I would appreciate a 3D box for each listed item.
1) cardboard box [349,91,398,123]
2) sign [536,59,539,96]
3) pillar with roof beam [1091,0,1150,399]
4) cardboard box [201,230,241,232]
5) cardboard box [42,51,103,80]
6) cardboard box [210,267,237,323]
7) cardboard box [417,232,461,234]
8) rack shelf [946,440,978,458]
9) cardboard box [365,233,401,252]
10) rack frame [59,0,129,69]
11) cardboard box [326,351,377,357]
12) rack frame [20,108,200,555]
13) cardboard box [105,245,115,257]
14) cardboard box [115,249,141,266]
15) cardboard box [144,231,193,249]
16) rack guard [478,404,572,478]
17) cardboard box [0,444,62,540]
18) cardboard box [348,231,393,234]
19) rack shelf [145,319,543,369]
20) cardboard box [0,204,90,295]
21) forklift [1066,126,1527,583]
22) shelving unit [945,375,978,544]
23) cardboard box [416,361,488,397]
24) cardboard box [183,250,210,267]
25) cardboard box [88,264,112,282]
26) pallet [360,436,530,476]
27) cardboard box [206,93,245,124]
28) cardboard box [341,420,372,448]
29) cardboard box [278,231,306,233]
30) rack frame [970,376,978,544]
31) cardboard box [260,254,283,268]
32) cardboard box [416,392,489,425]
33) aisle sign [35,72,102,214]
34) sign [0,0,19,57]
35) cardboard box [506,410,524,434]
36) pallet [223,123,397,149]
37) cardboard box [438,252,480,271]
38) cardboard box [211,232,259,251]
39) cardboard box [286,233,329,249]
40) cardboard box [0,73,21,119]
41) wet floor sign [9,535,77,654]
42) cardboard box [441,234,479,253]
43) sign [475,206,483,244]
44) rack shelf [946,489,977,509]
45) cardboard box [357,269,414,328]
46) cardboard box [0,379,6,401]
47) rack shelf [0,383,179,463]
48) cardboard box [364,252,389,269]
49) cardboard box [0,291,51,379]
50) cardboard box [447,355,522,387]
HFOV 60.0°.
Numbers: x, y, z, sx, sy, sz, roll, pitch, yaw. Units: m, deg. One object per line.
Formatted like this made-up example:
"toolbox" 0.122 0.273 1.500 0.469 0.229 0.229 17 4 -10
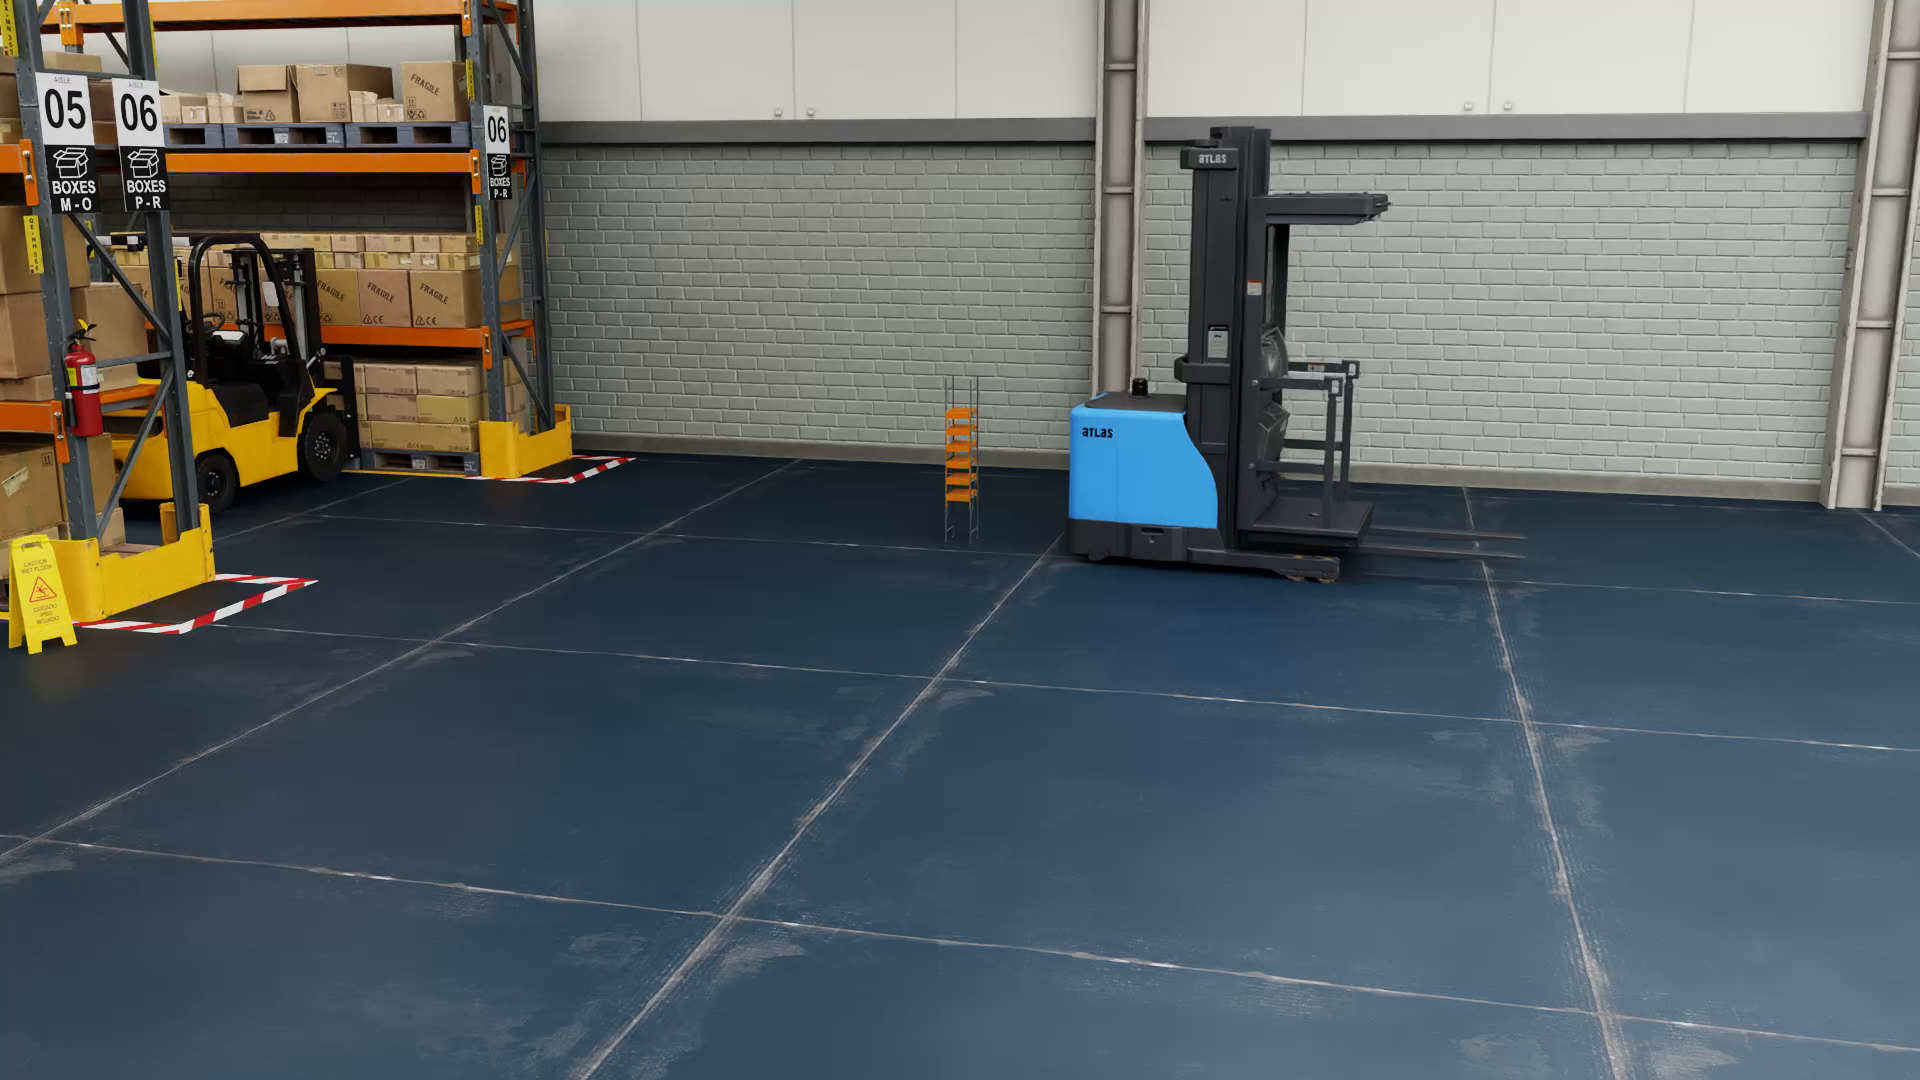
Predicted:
"cardboard box" -5.107 -3.782 14.541 0.258 0.266 0.396 3 13 14
"sign" -3.845 -4.184 15.039 0.005 0.325 0.100 3 13 14
"pillar with roof beam" 0.350 -4.075 9.826 0.400 9.000 9.100 3 13 14
"cardboard box" -6.991 -2.870 15.830 0.250 0.149 0.380 3 13 13
"cardboard box" -5.465 -2.886 10.130 0.250 0.149 0.380 3 13 13
"cardboard box" -6.497 -2.266 15.293 0.500 0.500 0.500 3 13 13
"cardboard box" -4.764 -2.742 15.252 0.250 0.149 0.380 3 13 15
"rack shelf" 0.014 -0.659 12.084 0.180 0.103 0.258 3 13 14
"cardboard box" -5.113 -2.665 14.906 0.250 0.149 0.380 3 13 14
"rack frame" -7.867 -5.274 15.229 0.127 3.000 1.000 3 13 14
"cardboard box" -5.870 -1.634 15.746 0.500 0.250 0.500 3 13 12
"rack frame" -5.169 -1.094 10.237 0.127 3.000 1.000 3 13 14
"cardboard box" -8.157 -2.774 16.083 0.250 0.149 0.380 3 13 12
"cardboard box" -7.621 -2.639 15.474 0.250 0.149 0.380 3 13 13
"cardboard box" -7.349 -2.786 15.451 0.250 0.149 0.380 3 13 14
"rack guard" -3.960 -0.916 15.208 0.348 0.500 1.175 3 13 14
"cardboard box" -6.010 -0.309 10.349 0.500 0.500 0.500 3 13 14
"cardboard box" -5.494 -2.801 15.517 0.250 0.149 0.380 3 13 12
"rack shelf" -5.925 -1.890 15.489 4.000 0.370 1.077 3 13 14
"cardboard box" -5.718 -1.756 9.998 0.500 0.500 0.700 3 13 12
"forklift" 2.314 -1.276 11.216 3.031 2.935 1.130 4 13 19
"shelving unit" 0.014 -0.585 12.100 0.189 1.200 0.258 3 13 14
"cardboard box" -4.505 -1.447 14.899 0.500 0.250 0.500 4 13 15
"cardboard box" -6.888 -2.590 15.252 0.250 0.149 0.380 3 13 15
"cardboard box" -8.405 -2.488 15.713 0.500 0.250 0.500 3 13 12
"pallet" -4.736 -0.807 15.384 1.213 0.211 1.003 3 13 14
"cardboard box" -6.499 -3.857 14.877 0.258 0.266 0.396 3 13 12
"cardboard box" -5.480 -1.014 15.257 0.500 0.250 0.500 3 13 14
"cardboard box" -6.249 -2.830 15.647 0.250 0.149 0.380 3 13 13
"rack frame" 0.103 -0.580 12.079 0.006 1.200 0.240 3 13 14
"cardboard box" -6.124 -2.554 15.093 0.250 0.149 0.380 3 13 12
"cardboard box" -4.531 -1.204 14.959 0.500 0.250 0.500 3 13 13
"aisle sign" -5.179 -2.298 9.666 0.004 0.787 0.394 3 13 14
"sign" -5.322 -2.875 9.295 0.005 0.325 0.100 3 13 14
"cardboard box" -4.414 -1.067 15.495 0.500 0.250 0.500 3 13 14
"pallet" -5.852 -3.664 15.101 1.213 0.211 1.003 3 13 14
"cardboard box" -4.387 -2.462 14.677 0.250 0.149 0.380 3 13 14
"cardboard box" -6.620 -2.728 15.190 0.250 0.149 0.380 3 13 13
"cardboard box" -5.873 -2.701 15.067 0.250 0.149 0.380 3 13 14
"cardboard box" -5.731 -2.600 9.761 0.500 0.250 0.500 3 13 13
"wet floor sign" -5.241 0.291 9.434 0.232 0.644 0.267 8 15 33
"cardboard box" -4.382 -2.623 14.714 0.250 0.149 0.380 3 13 14
"sign" -4.127 -2.705 14.281 0.005 0.325 0.100 3 13 14
"rack shelf" 0.014 -0.307 12.162 0.180 0.103 0.258 3 13 14
"cardboard box" -5.026 -2.186 14.928 0.500 0.500 0.500 3 13 15
"cardboard box" -5.856 -0.935 10.103 0.250 0.149 0.380 3 13 13
"rack shelf" -7.111 -0.846 10.783 4.000 0.370 1.077 3 13 14
"cardboard box" -5.118 -2.511 14.896 0.250 0.149 0.380 3 13 13
"cardboard box" -5.762 -1.258 10.060 0.500 0.500 0.500 3 13 13
"cardboard box" -4.405 -1.553 15.379 0.500 0.250 0.500 3 13 13
